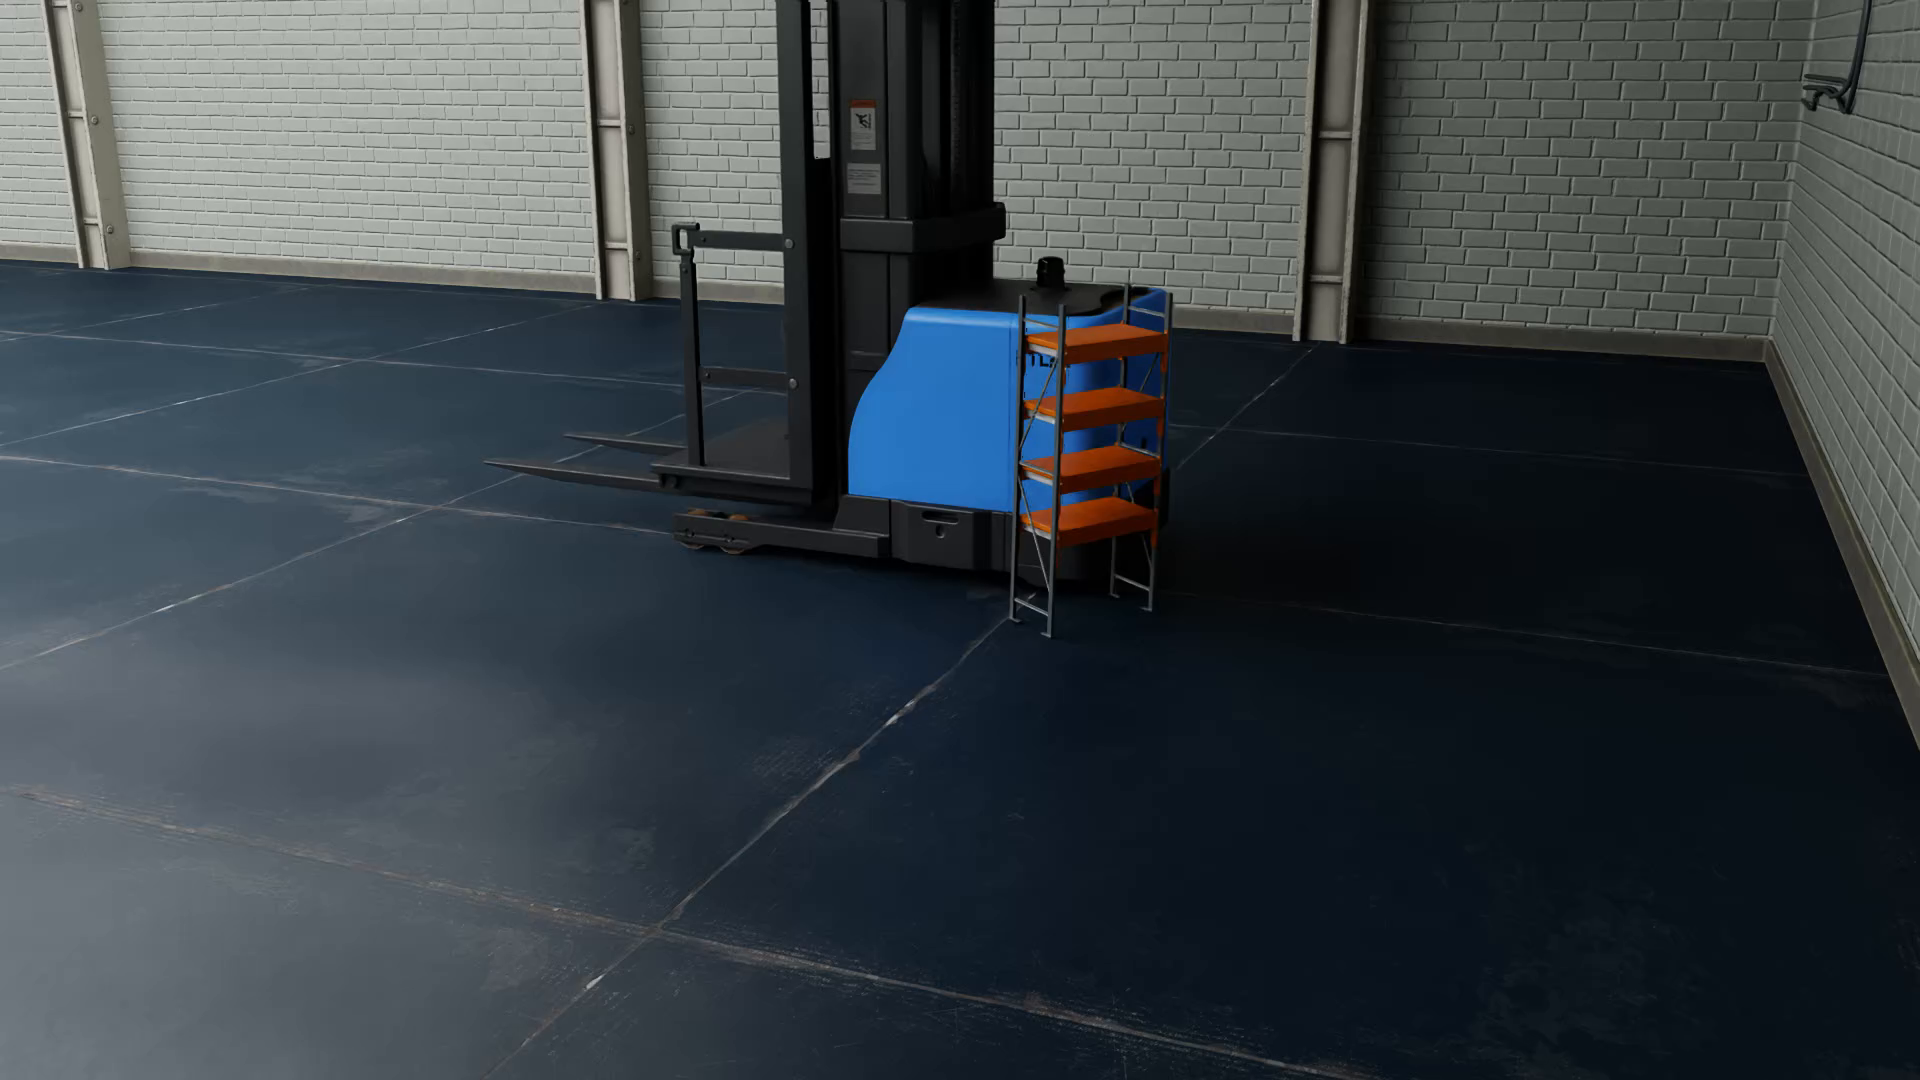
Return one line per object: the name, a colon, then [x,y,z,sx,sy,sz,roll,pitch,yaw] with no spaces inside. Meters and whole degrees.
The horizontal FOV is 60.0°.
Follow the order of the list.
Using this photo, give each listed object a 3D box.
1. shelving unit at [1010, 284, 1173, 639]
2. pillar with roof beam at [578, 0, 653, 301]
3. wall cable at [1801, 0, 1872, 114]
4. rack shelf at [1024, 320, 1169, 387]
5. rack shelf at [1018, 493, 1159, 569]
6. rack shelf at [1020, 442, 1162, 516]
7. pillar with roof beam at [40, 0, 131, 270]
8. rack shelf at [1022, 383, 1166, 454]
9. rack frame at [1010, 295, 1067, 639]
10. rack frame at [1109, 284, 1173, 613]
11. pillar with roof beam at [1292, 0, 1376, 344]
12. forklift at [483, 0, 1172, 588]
shelving unit: [0.468,-0.290,6.006,0.503,1.200,0.258,-12,22,-35]
pillar with roof beam: [-4.477,-5.304,9.304,0.400,9.000,9.100,6,17,21]
wall cable: [4.939,-3.671,9.249,0.112,2.526,3.097,6,17,21]
rack shelf: [0.476,-0.665,5.887,0.480,0.148,0.258,-12,22,-35]
rack shelf: [0.463,-0.037,6.087,0.480,0.148,0.258,-12,22,-35]
rack shelf: [0.467,-0.226,6.027,0.480,0.148,0.258,-12,22,-35]
pillar with roof beam: [-10.059,-5.918,11.418,0.400,9.000,9.100,6,17,21]
rack shelf: [0.471,-0.439,5.959,0.480,0.148,0.258,-12,22,-35]
rack frame: [0.271,-0.250,5.868,0.015,1.200,0.240,-12,22,-35]
rack frame: [0.665,-0.331,6.145,0.015,1.200,0.240,-12,22,-35]
pillar with roof beam: [1.105,-4.690,7.189,0.400,9.000,9.100,6,17,21]
forklift: [-0.665,-1.472,6.988,3.031,2.935,1.130,7,18,22]
